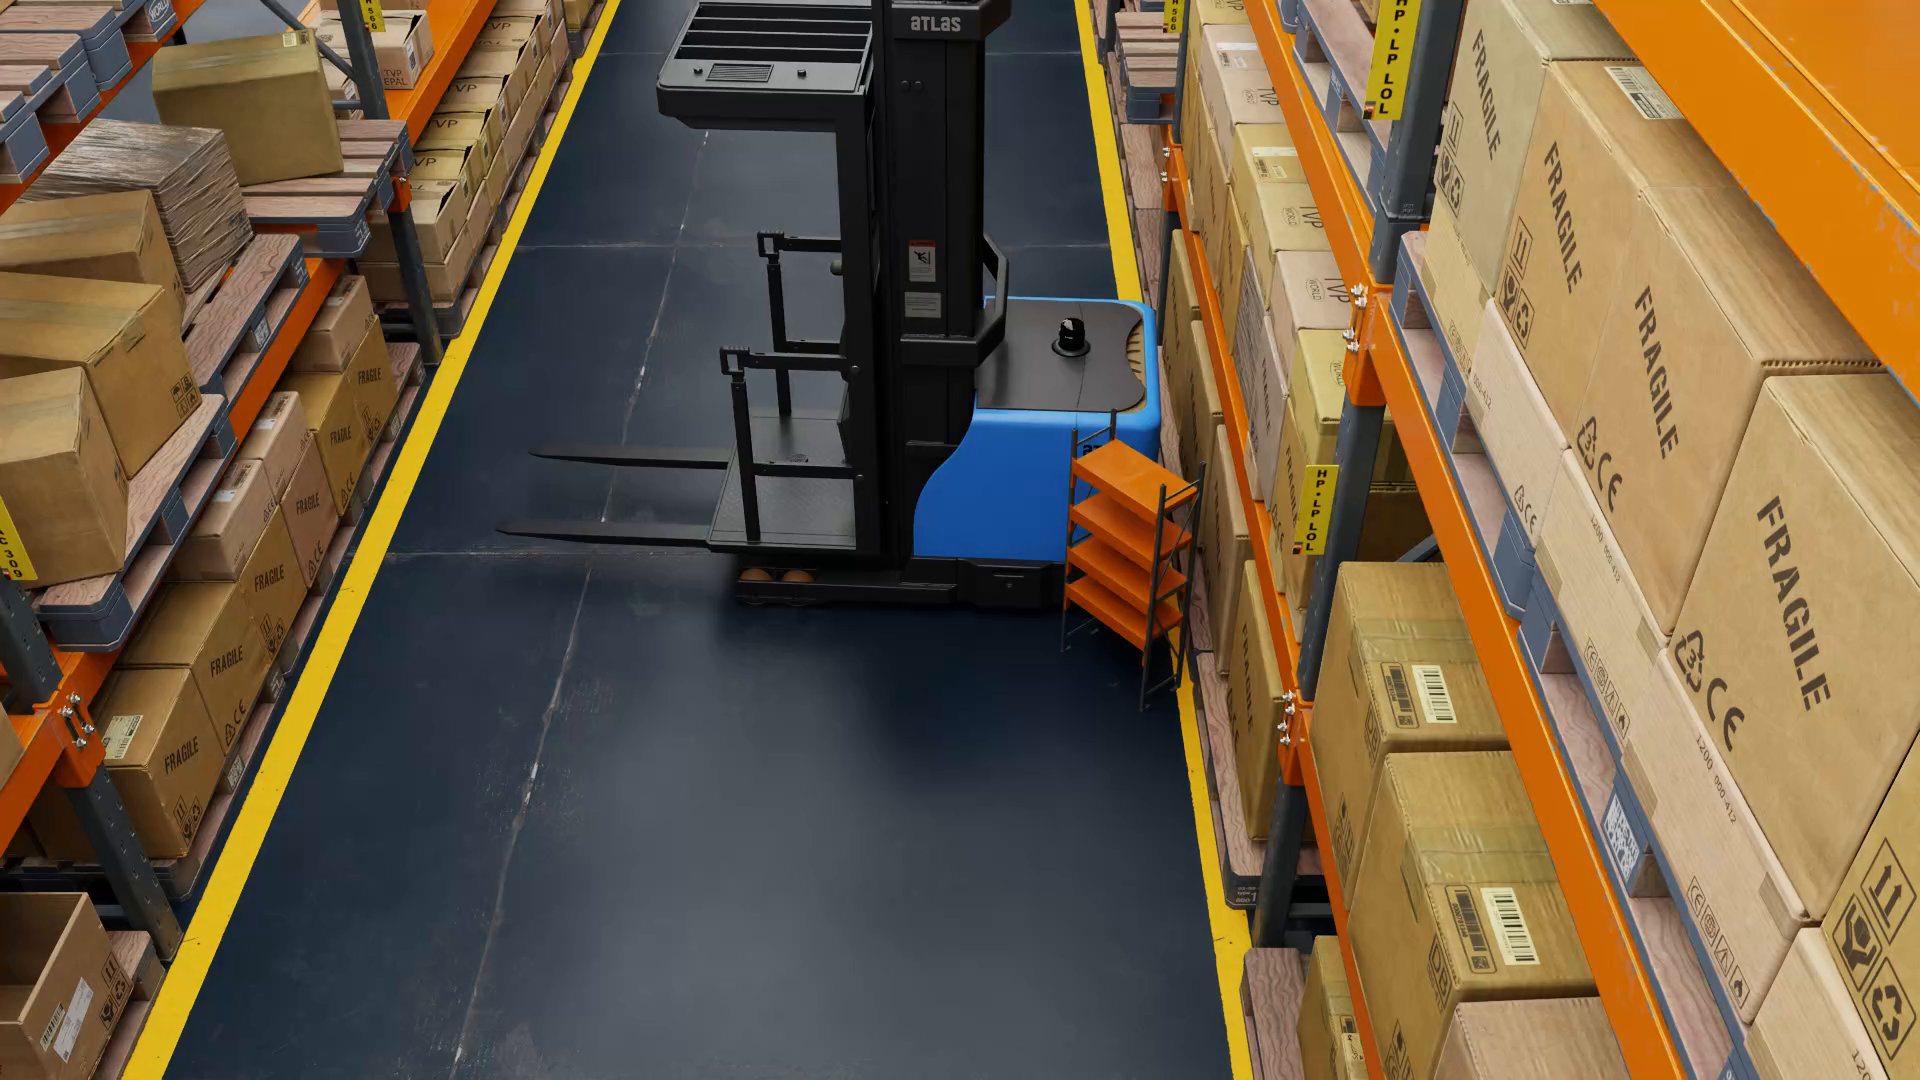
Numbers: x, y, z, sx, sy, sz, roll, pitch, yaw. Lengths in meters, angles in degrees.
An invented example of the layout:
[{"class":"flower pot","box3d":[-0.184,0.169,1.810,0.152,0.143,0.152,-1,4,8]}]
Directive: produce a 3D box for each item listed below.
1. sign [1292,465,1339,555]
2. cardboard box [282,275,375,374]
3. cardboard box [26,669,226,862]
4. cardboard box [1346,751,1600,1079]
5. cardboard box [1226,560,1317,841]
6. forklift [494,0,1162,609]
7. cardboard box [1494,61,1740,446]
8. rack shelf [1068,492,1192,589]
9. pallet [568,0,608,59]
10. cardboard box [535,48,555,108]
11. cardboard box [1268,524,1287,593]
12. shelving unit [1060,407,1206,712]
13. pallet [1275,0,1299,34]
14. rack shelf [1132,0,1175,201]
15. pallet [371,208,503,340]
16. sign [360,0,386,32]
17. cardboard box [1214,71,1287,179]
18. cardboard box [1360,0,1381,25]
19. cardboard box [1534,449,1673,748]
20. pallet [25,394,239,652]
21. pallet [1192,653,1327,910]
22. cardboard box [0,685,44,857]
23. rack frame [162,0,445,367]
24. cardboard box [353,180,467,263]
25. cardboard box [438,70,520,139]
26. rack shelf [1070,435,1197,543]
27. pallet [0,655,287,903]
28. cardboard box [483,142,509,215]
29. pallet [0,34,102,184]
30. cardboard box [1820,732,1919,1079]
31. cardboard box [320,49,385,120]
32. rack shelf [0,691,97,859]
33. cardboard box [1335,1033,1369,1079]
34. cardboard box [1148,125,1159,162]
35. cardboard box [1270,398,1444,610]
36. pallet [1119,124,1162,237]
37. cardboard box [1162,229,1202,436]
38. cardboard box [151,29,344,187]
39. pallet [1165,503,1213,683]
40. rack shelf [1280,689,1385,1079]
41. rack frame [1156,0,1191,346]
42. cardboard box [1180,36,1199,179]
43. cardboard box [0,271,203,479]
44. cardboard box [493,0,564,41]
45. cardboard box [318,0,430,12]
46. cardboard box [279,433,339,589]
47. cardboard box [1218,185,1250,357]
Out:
[{"class":"sign","box3d":[1.037,-0.085,4.840,0.100,0.325,0.005,0,39,0]},{"class":"cardboard box","box3d":[-3.139,-1.035,7.936,0.500,0.250,0.500,1,39,2]},{"class":"cardboard box","box3d":[-3.131,0.836,6.200,0.500,0.500,0.500,-2,39,-2]},{"class":"cardboard box","box3d":[1.559,1.008,4.099,0.980,0.700,0.700,-1,39,-1]},{"class":"cardboard box","box3d":[1.449,0.598,6.234,0.750,0.750,0.750,0,39,0]},{"class":"forklift","box3d":[-0.627,-1.168,7.109,3.031,2.935,1.130,2,39,3]},{"class":"cardboard box","box3d":[1.307,-0.511,2.940,0.500,0.500,0.500,-1,39,-1]},{"class":"rack shelf","box3d":[0.701,-0.025,6.817,0.258,0.148,0.480,-28,47,-31]},{"class":"pallet","box3d":[-3.342,-4.077,12.914,1.003,0.211,1.213,0,39,0]},{"class":"cardboard box","box3d":[-3.094,-3.183,11.432,0.500,0.250,0.500,-1,39,-1]},{"class":"cardboard box","box3d":[1.272,0.051,5.718,0.380,0.149,0.250,1,39,1]},{"class":"shelving unit","box3d":[0.701,0.097,6.915,0.258,1.200,0.503,-28,47,-31]},{"class":"pallet","box3d":[1.633,-2.167,6.053,1.003,0.211,1.213,2,39,2]},{"class":"rack shelf","box3d":[1.573,-3.142,10.093,1.077,0.370,4.000,0,39,0]},{"class":"pallet","box3d":[-3.341,-1.593,9.814,1.003,0.211,1.213,0,39,0]},{"class":"sign","box3d":[-2.836,-2.593,7.970,0.100,0.325,0.005,0,39,0]},{"class":"cardboard box","box3d":[1.324,-1.695,6.778,0.500,0.250,0.500,0,39,0]},{"class":"cardboard box","box3d":[1.623,-1.950,5.200,0.700,0.500,0.500,-1,39,-1]},{"class":"cardboard box","box3d":[1.311,0.086,2.795,0.500,0.250,0.500,-1,39,-1]},{"class":"pallet","box3d":[-3.266,-0.090,5.862,1.003,0.211,1.213,0,39,0]},{"class":"pallet","box3d":[1.503,0.935,6.660,1.003,0.211,1.213,0,39,0]},{"class":"cardboard box","box3d":[-3.661,0.831,6.207,0.500,0.500,0.500,0,39,0]},{"class":"rack frame","box3d":[-3.379,-2.166,8.300,1.000,3.000,0.127,0,39,0]},{"class":"cardboard box","box3d":[-3.086,-1.803,9.262,0.500,0.311,0.500,1,39,1]},{"class":"cardboard box","box3d":[-3.094,-2.772,10.471,0.500,0.311,0.500,0,39,-1]},{"class":"rack shelf","box3d":[0.701,-0.209,6.669,0.258,0.148,0.480,-28,47,-31]},{"class":"pallet","box3d":[-3.413,0.915,6.685,1.003,0.211,1.213,0,39,0]},{"class":"cardboard box","box3d":[-3.094,-2.224,10.235,0.500,0.250,0.500,-1,39,-1]},{"class":"pallet","box3d":[-3.305,-1.170,4.808,1.213,0.211,1.003,0,39,0]},{"class":"cardboard box","box3d":[1.321,0.453,1.738,0.500,0.500,0.500,1,39,1]},{"class":"cardboard box","box3d":[-3.335,-2.359,8.611,0.500,0.311,0.500,2,39,3]},{"class":"rack shelf","box3d":[-3.372,1.867,3.843,1.077,0.370,4.000,0,39,0]},{"class":"cardboard box","box3d":[1.296,1.570,4.782,0.380,0.149,0.250,1,39,1]},{"class":"cardboard box","box3d":[1.599,-2.767,10.697,0.700,0.500,0.500,0,39,0]},{"class":"cardboard box","box3d":[1.327,-0.122,5.415,0.500,0.500,0.500,-1,39,-1]},{"class":"pallet","box3d":[1.577,-2.333,10.739,1.003,0.211,1.213,0,39,0]},{"class":"cardboard box","box3d":[1.445,-1.037,8.274,0.750,0.750,0.750,-1,39,-1]},{"class":"cardboard box","box3d":[-3.265,-1.975,7.646,0.700,0.500,0.500,-12,40,-15]},{"class":"pallet","box3d":[1.499,0.170,7.614,1.003,0.211,1.213,0,39,0]},{"class":"rack shelf","box3d":[1.582,1.861,3.850,1.077,0.370,4.000,0,39,0]},{"class":"rack frame","box3d":[1.575,-2.172,8.307,1.000,3.000,0.127,0,39,0]},{"class":"cardboard box","box3d":[1.320,-2.031,7.797,0.500,0.500,0.500,1,39,1]},{"class":"cardboard box","box3d":[-3.215,-0.594,5.922,0.700,0.500,0.500,6,39,7]},{"class":"cardboard box","box3d":[-3.096,-3.724,11.659,0.500,0.311,0.500,0,39,0]},{"class":"cardboard box","box3d":[-3.397,-3.254,9.578,0.500,0.500,0.500,-2,39,-2]},{"class":"cardboard box","box3d":[-3.136,-0.126,7.401,0.500,0.500,0.500,-1,39,-2]},{"class":"cardboard box","box3d":[1.319,-1.067,6.595,0.500,0.500,0.500,1,39,1]}]
